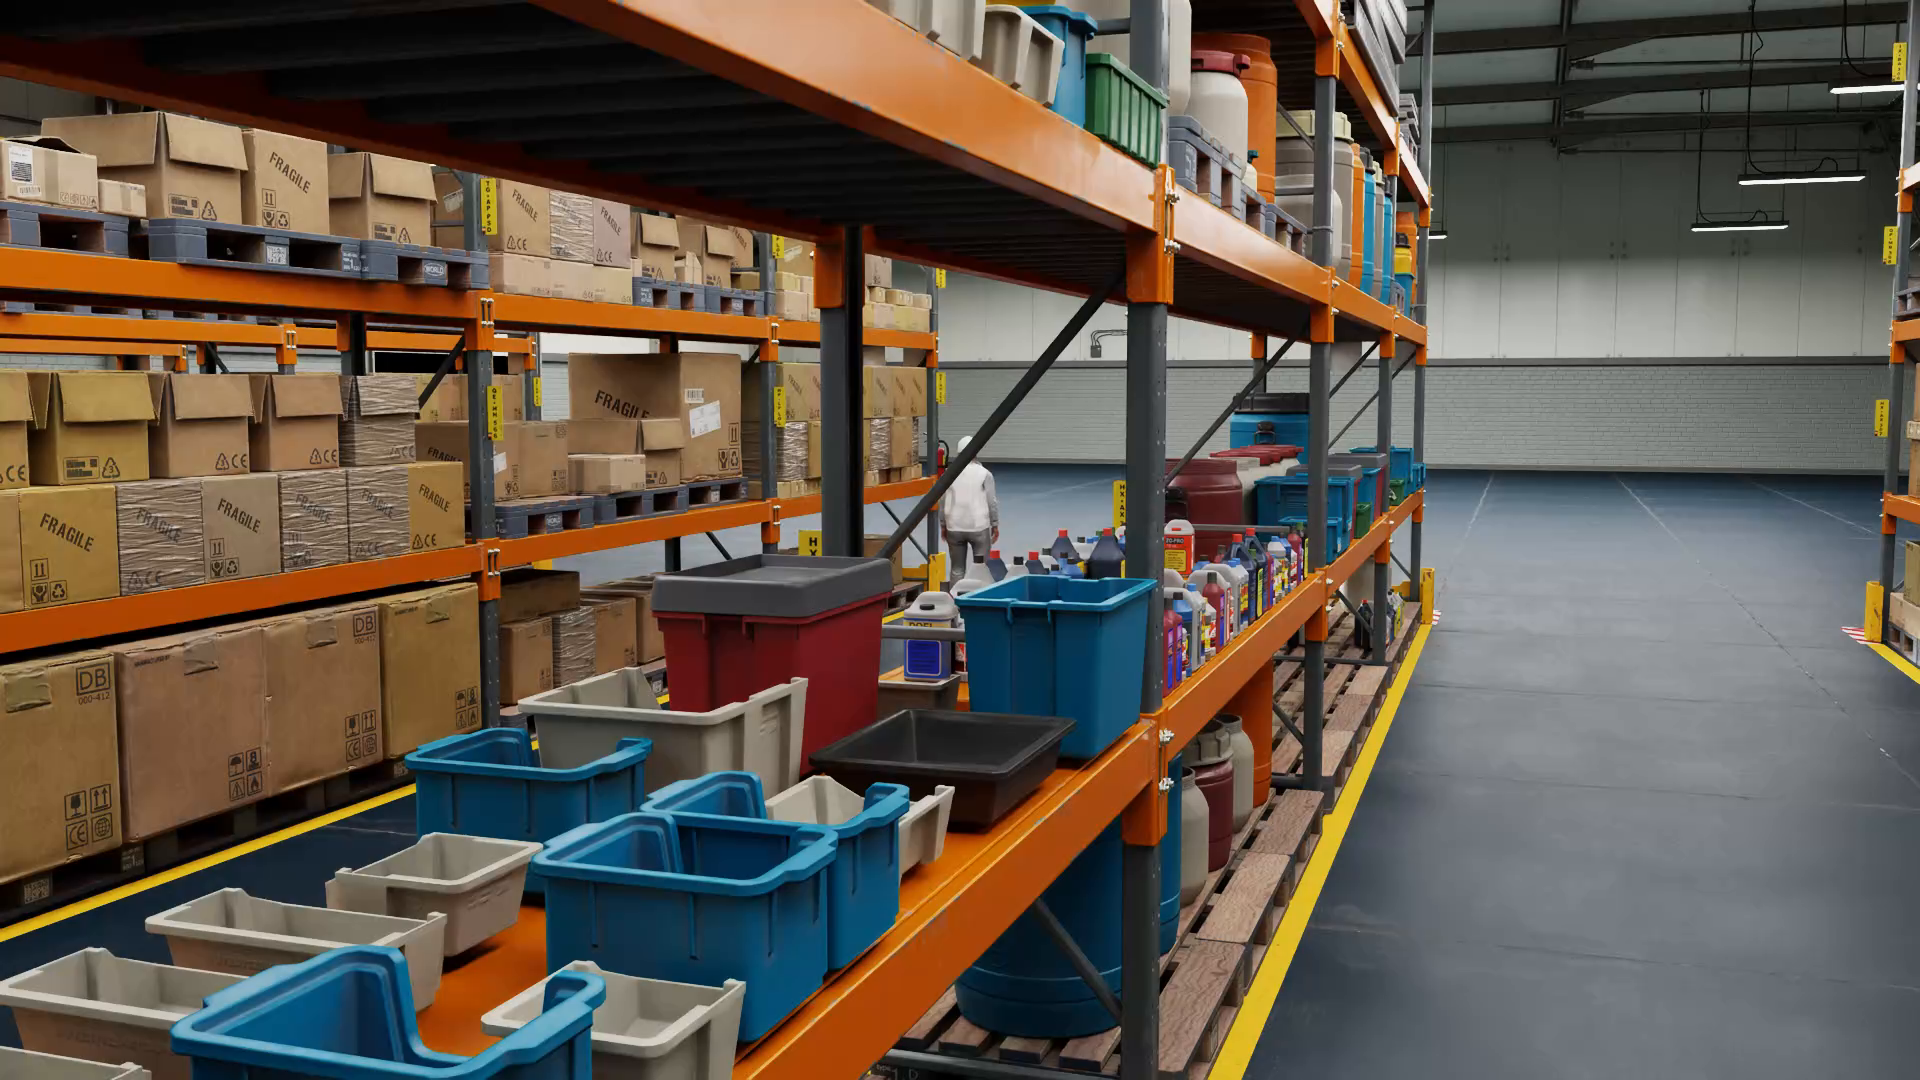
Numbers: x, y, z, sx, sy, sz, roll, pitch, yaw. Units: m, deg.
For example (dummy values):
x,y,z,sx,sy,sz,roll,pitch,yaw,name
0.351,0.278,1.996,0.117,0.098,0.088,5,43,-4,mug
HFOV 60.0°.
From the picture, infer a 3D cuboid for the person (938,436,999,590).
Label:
x,y,z,sx,sy,sz,roll,pitch,yaw,name
0.087,-0.120,16.159,0.592,1.773,0.459,1,5,15,person
